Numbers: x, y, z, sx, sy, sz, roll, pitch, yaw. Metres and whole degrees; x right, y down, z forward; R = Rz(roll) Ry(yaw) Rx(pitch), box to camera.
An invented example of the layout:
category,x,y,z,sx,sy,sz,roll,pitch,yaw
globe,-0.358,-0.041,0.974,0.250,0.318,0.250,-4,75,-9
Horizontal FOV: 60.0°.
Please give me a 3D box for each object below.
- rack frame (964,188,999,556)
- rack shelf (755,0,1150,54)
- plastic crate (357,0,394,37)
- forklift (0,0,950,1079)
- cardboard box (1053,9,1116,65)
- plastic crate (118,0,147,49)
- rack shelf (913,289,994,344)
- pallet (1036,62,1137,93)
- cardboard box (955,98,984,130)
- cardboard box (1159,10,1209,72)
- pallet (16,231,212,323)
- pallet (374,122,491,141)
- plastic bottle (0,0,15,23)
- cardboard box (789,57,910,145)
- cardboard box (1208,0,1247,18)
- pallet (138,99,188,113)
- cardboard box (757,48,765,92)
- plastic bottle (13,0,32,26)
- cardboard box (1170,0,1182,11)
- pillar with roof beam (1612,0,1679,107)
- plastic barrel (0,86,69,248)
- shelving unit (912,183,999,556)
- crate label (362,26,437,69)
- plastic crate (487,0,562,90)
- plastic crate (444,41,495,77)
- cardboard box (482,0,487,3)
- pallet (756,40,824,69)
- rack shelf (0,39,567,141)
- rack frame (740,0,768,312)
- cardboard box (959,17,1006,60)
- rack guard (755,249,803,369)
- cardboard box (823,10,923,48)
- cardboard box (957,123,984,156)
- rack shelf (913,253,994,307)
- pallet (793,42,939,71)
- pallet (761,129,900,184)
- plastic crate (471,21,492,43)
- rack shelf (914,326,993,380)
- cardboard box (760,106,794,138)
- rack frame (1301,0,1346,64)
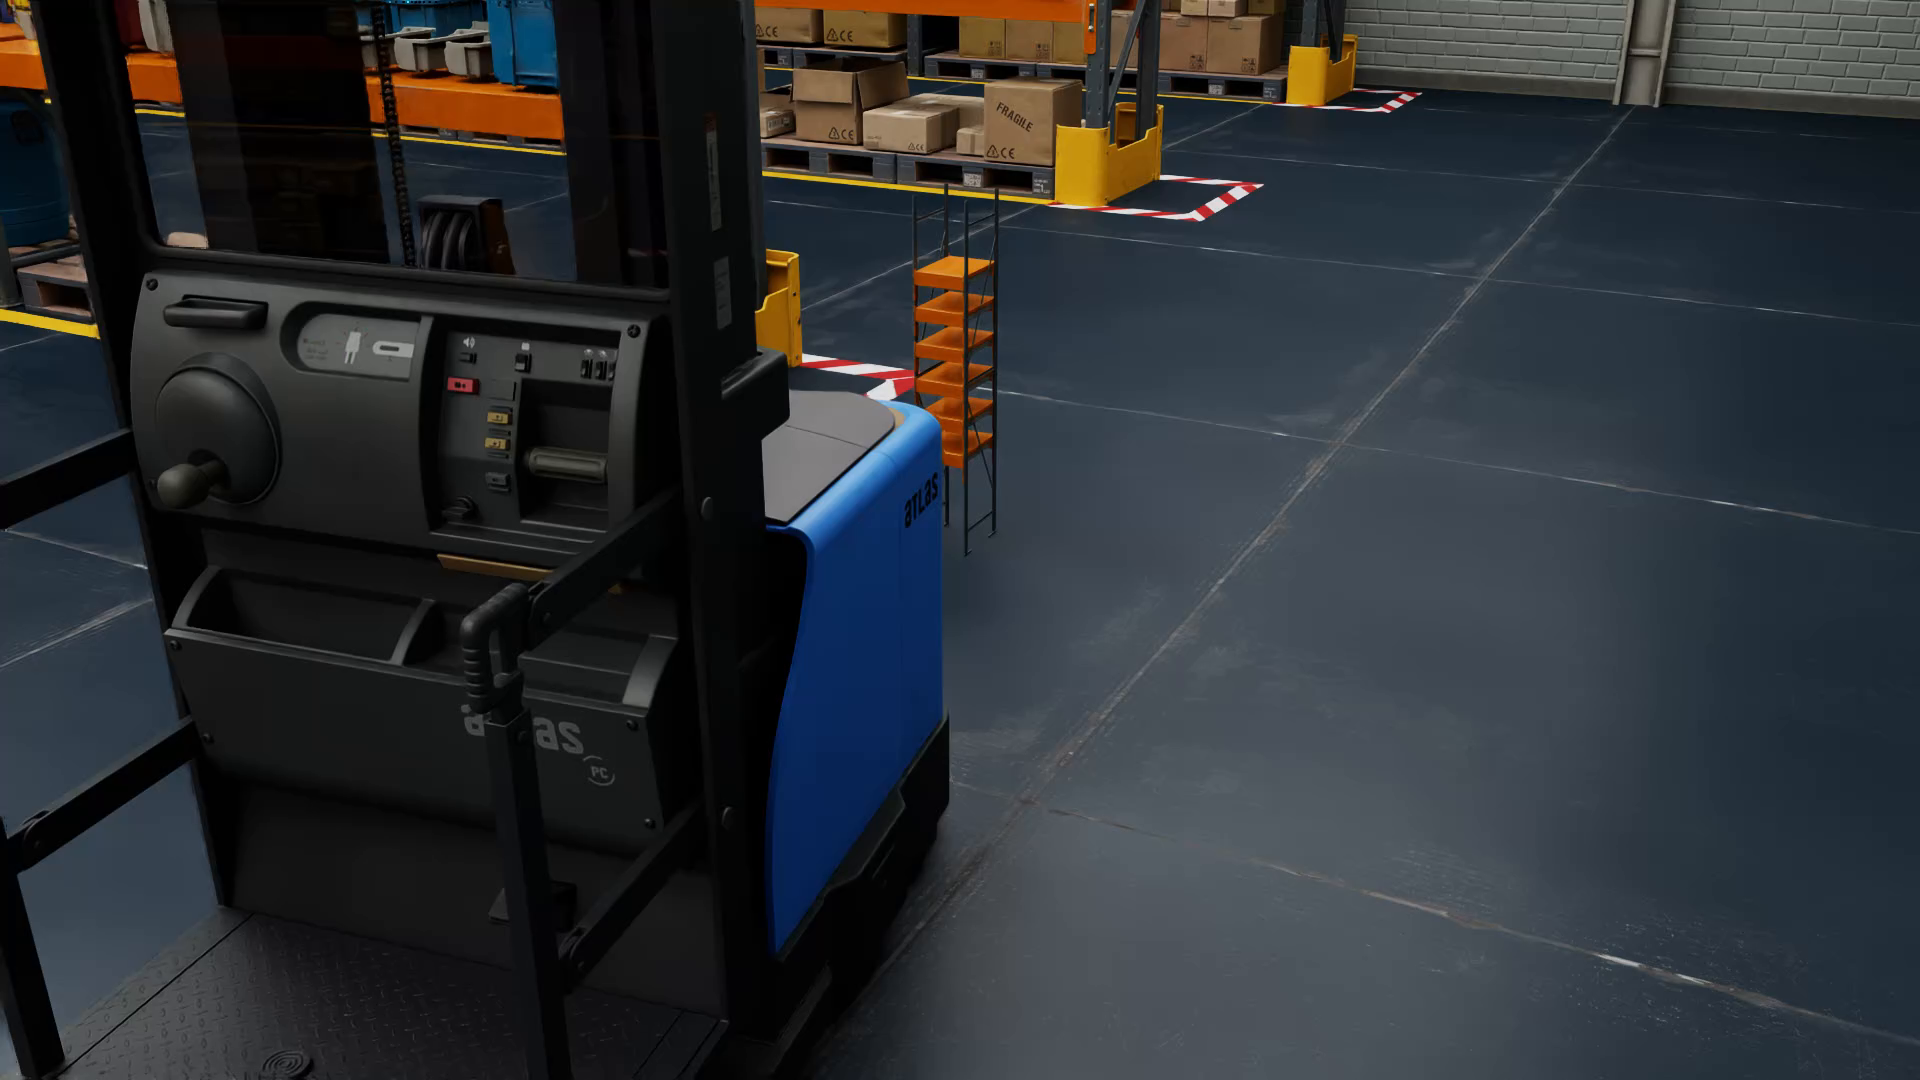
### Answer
category,x,y,z,sx,sy,sz,roll,pitch,yaw
rack frame,0.069,-0.539,5.483,0.006,1.200,0.240,11,25,25
rack shelf,-0.695,-3.789,11.747,4.000,0.370,1.077,11,25,25
plastic crate,-2.663,-2.433,7.774,0.300,0.233,0.416,11,25,25
forklift,-0.973,-0.177,2.422,1.130,2.935,3.031,7,24,17
cardboard box,1.277,-4.898,16.092,0.500,0.500,0.700,12,26,26
plastic crate,-4.035,-2.556,7.769,0.583,0.464,0.402,11,25,25
rack shelf,-0.013,-0.735,5.445,0.180,0.103,0.258,11,25,25
pallet,1.488,-4.544,16.166,1.213,0.211,1.003,11,25,25
cardboard box,0.286,-2.988,11.894,0.500,0.250,0.500,11,25,25
cardboard box,2.205,-4.718,15.668,0.500,0.500,0.700,11,25,24
pallet,-4.045,-1.345,8.642,1.213,0.211,1.003,11,25,25
pallet,-4.316,-3.536,13.794,1.213,0.211,1.003,11,25,25
plastic bottle,-5.170,-2.954,9.027,0.097,0.271,0.097,0,23,0
cardboard box,-0.801,-3.197,12.063,0.637,0.503,0.797,11,25,25
cardboard box,2.455,-4.887,15.237,0.250,0.149,0.380,11,25,24
pallet,-6.767,-4.056,15.017,1.213,0.211,1.003,11,25,25
cardboard box,-1.844,-3.524,12.836,0.500,0.500,0.500,11,25,25
plastic bottle,-4.922,-2.904,8.809,0.185,0.351,0.144,11,25,25
cardboard box,2.178,-5.109,15.760,0.250,0.149,0.380,11,26,25
pillar with roof beam,4.179,-6.581,9.725,0.400,9.000,9.100,11,25,25
plastic barrel,-5.196,-2.074,8.938,0.708,0.901,0.600,11,25,25
shelving unit,-0.013,-0.555,5.521,0.189,1.200,0.258,11,25,25
crate label,-2.470,-2.122,7.167,0.243,0.136,0.396,11,25,25
plastic crate,-1.532,-2.076,6.676,0.499,0.435,0.616,11,25,25
plastic crate,-1.958,-2.025,6.939,0.243,0.136,0.396,11,25,25
cardboard box,-4.142,-4.306,13.717,0.500,0.250,0.500,11,25,24
pallet,-2.064,-5.246,17.816,1.213,0.211,1.003,11,25,25
rack shelf,-2.933,-2.060,7.680,4.000,0.370,1.077,11,25,25
rack frame,-1.149,-2.038,6.709,0.127,3.000,1.000,11,25,25
cardboard box,0.373,-5.079,16.518,0.500,0.500,0.700,12,26,25
rack guard,-1.121,-0.888,7.199,0.348,0.500,1.175,11,25,25
cardboard box,-0.887,-5.478,17.008,0.750,0.750,0.750,12,26,25
cardboard box,0.173,-2.779,11.509,0.250,0.166,0.380,11,25,25
rack shelf,-0.013,-0.845,5.398,0.180,0.103,0.258,11,25,25
pallet,-0.971,-5.031,17.310,1.213,0.211,1.003,11,25,25
pallet,-0.775,-2.854,12.191,1.213,0.211,1.003,11,25,25
plastic crate,-2.075,-2.308,7.605,0.298,0.136,0.250,11,25,25
rack shelf,-0.013,-0.624,5.492,0.180,0.103,0.258,11,25,25
cardboard box,-1.427,-3.073,12.202,0.250,0.166,0.380,11,25,25
rack frame,3.321,-5.498,14.845,0.127,3.000,1.000,11,25,25
